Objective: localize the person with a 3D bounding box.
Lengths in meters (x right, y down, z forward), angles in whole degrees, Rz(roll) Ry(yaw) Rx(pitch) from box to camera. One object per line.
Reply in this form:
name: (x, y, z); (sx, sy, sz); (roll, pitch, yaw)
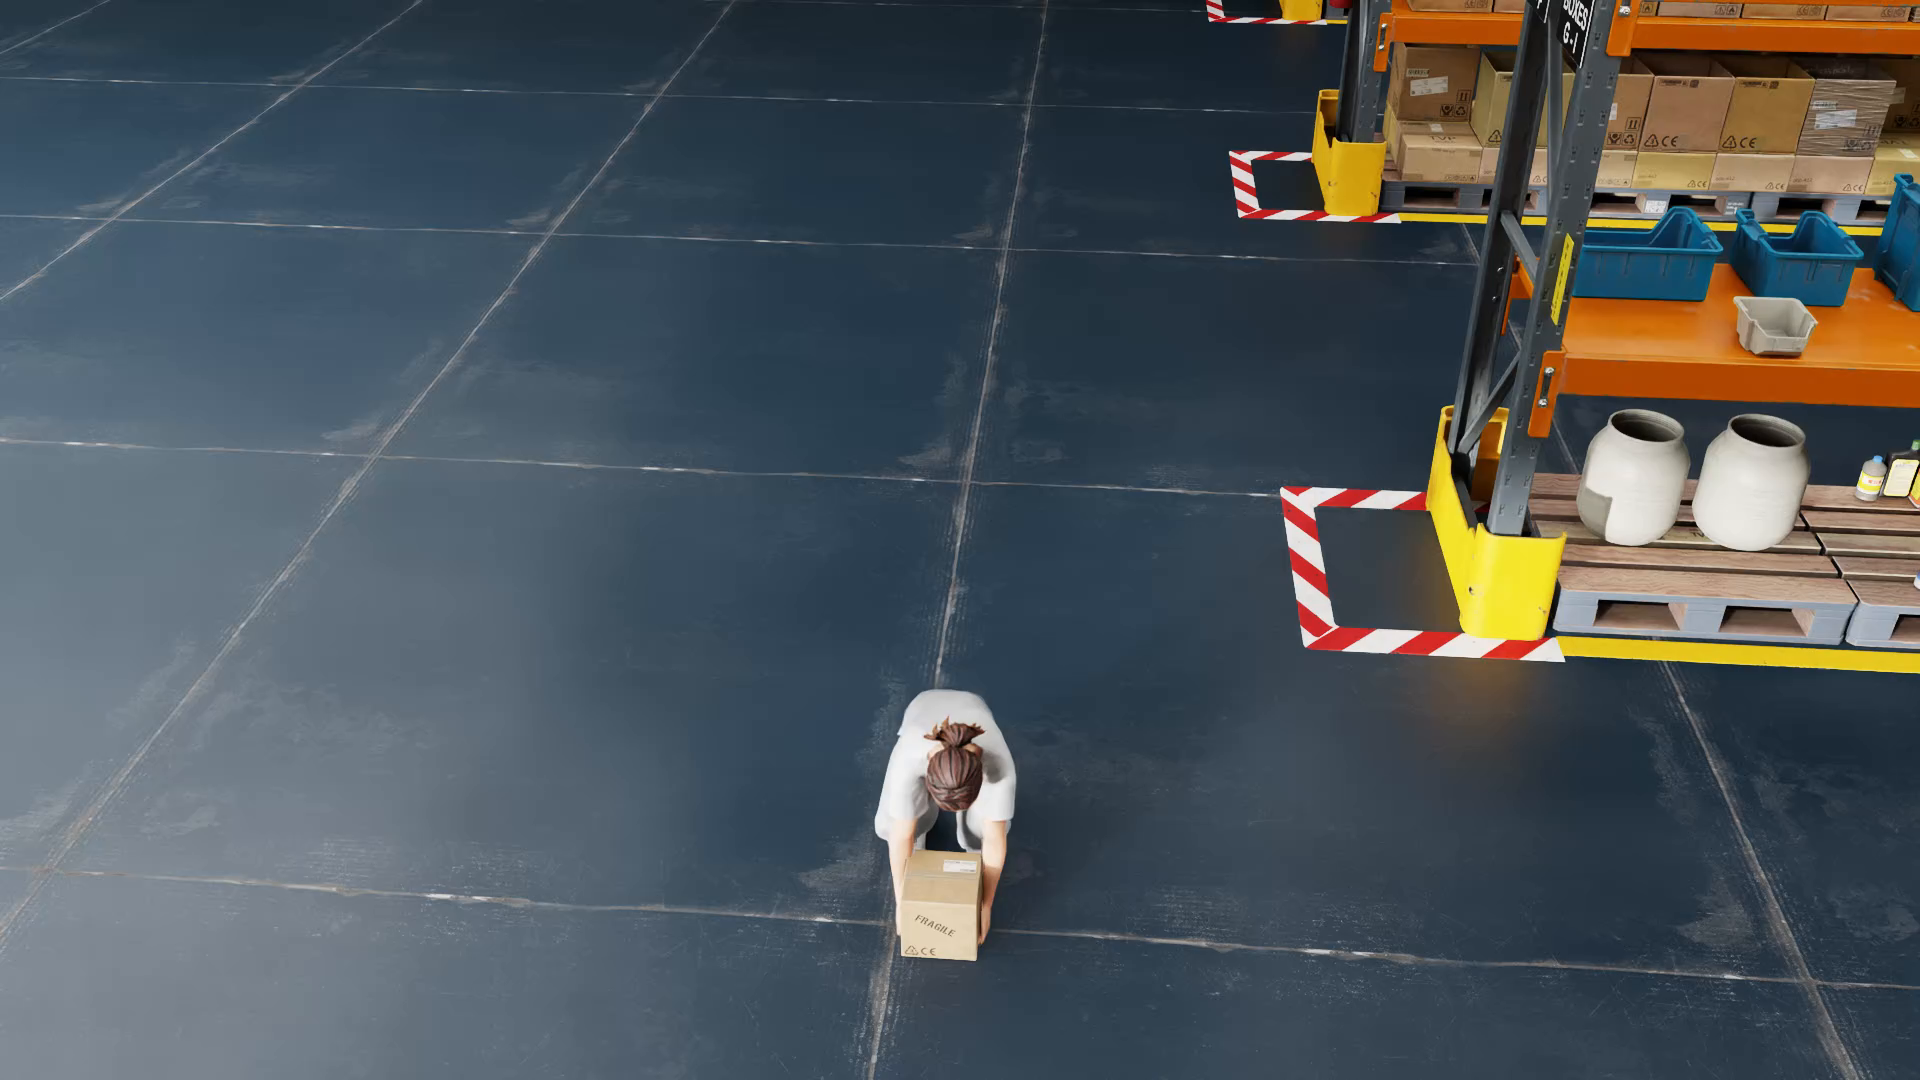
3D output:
person: (-0.042, 0.843, 5.671); (0.475, 0.811, 0.810); (2, 32, 4)
